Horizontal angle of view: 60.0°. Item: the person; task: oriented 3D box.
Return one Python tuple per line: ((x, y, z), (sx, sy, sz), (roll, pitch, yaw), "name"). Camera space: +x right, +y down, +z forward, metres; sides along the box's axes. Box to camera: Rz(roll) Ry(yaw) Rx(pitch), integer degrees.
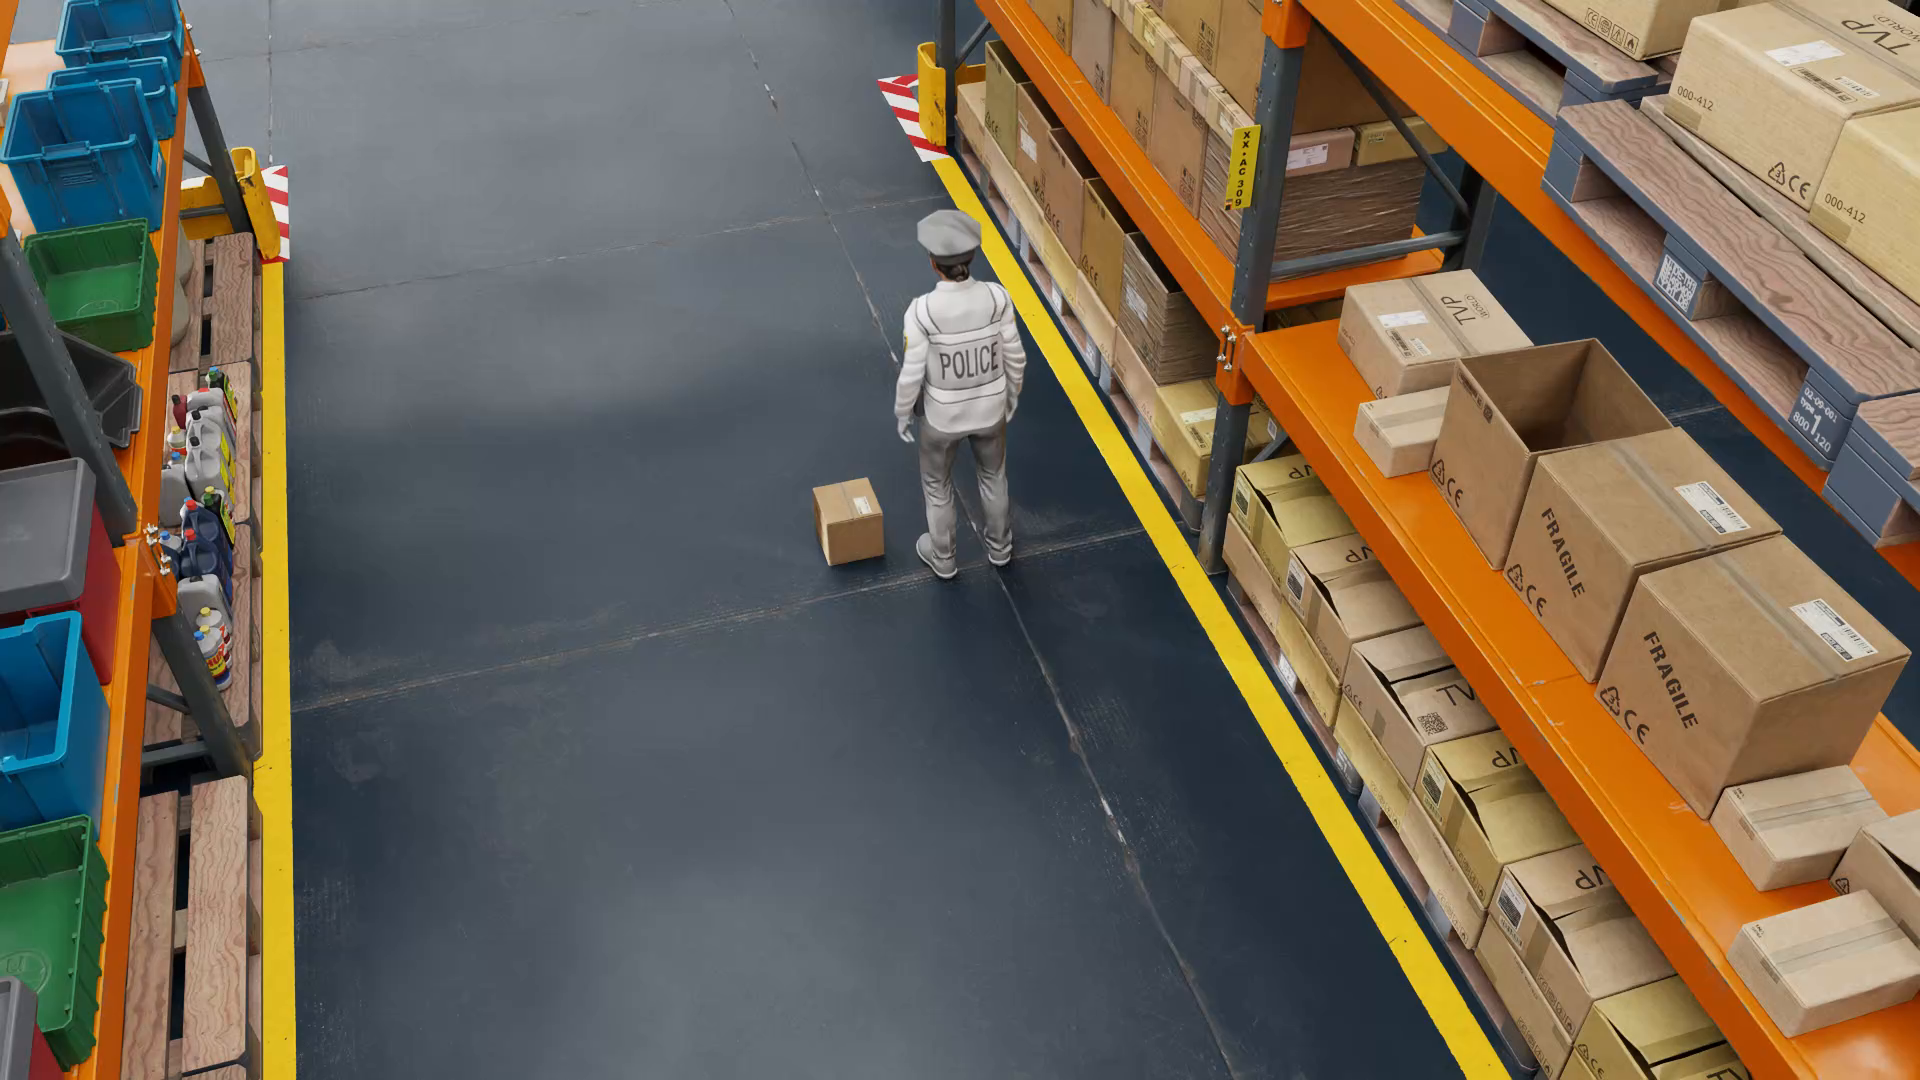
((-0.002, -0.534, 6.741), (0.538, 1.663, 0.378), (-12, 44, -13), "person")
